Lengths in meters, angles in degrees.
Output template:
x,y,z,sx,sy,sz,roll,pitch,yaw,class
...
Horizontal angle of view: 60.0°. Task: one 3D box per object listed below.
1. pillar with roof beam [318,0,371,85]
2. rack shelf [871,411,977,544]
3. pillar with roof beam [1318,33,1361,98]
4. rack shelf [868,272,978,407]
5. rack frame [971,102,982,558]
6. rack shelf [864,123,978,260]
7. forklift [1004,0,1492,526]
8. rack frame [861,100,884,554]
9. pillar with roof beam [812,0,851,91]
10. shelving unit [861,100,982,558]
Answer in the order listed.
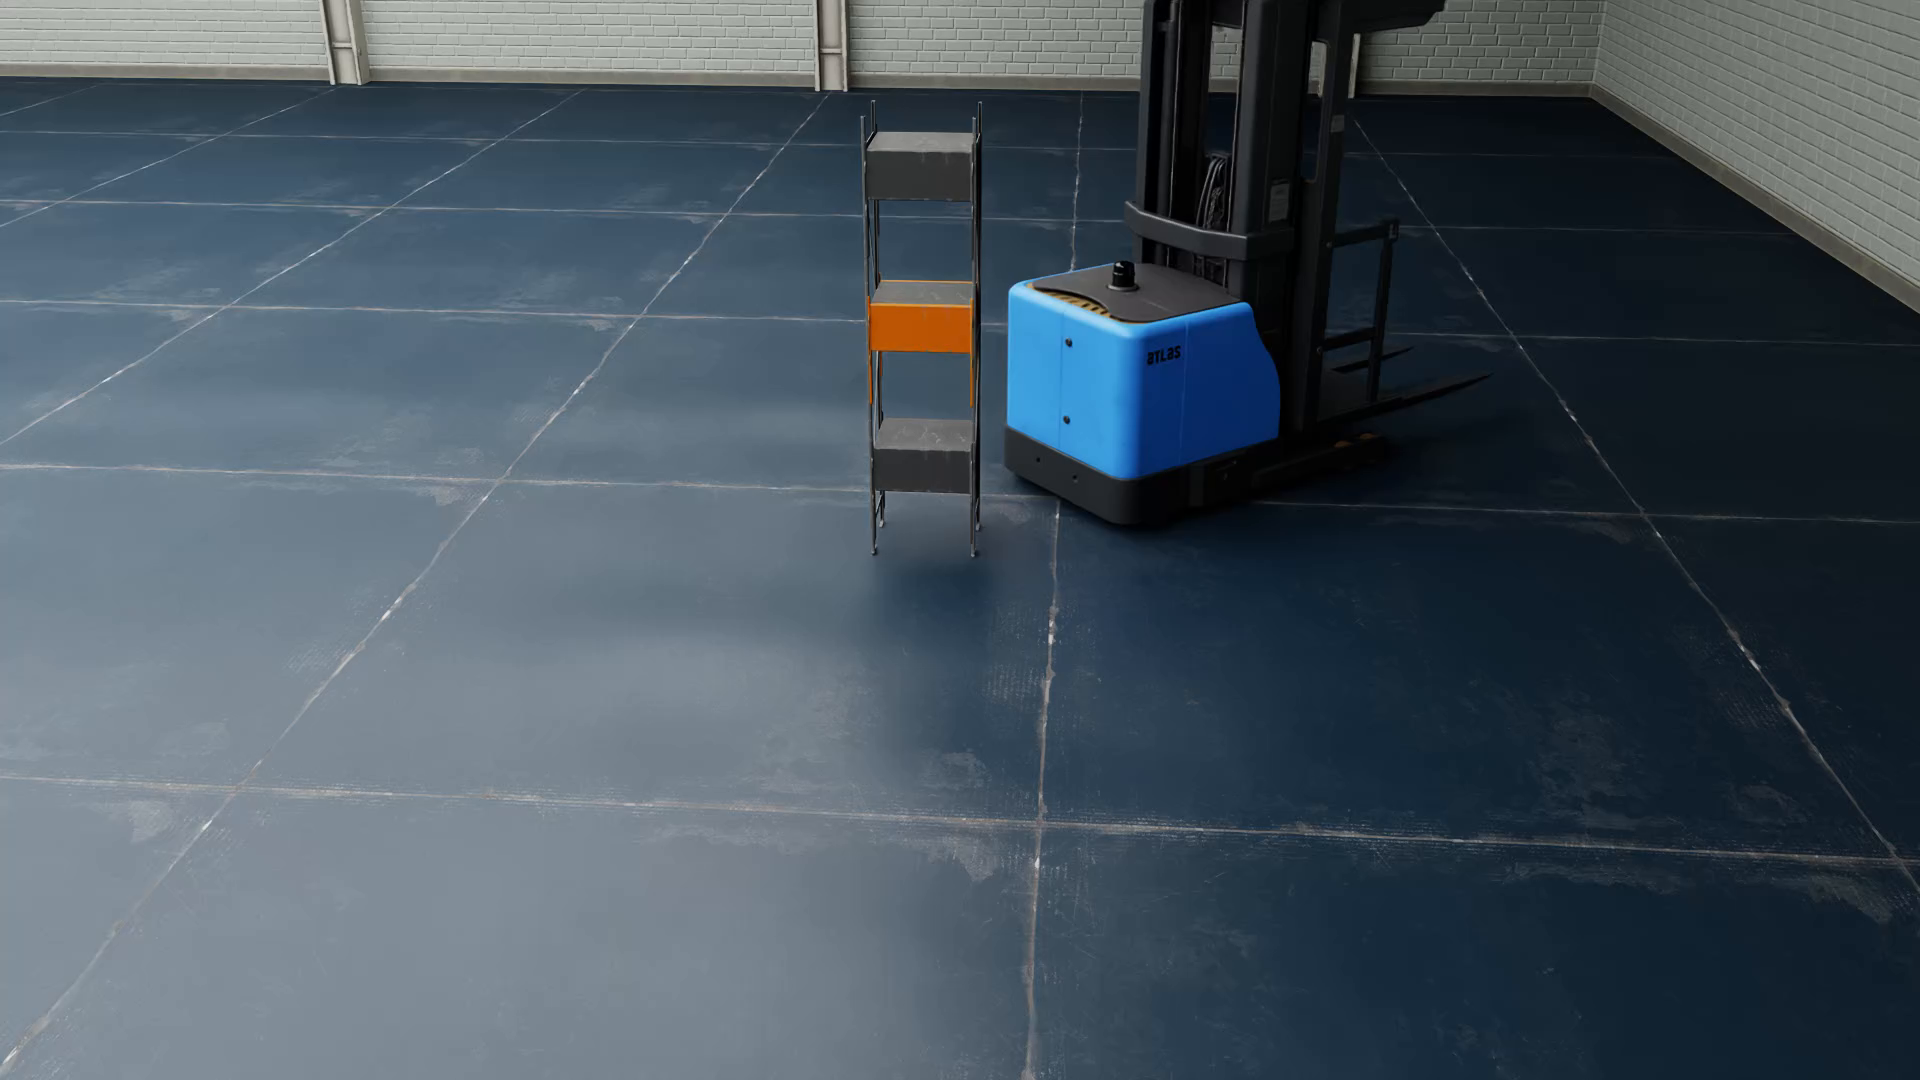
x,y,z,sx,sy,sz,roll,pitch,yaw,class
-7.843,-7.942,14.744,0.400,9.000,9.100,2,25,4,pillar with roof beam
-0.165,-0.311,8.121,0.480,0.518,0.431,2,25,4,rack shelf
4.122,-7.558,13.909,0.400,9.000,9.100,2,25,4,pillar with roof beam
-0.165,-0.947,7.828,0.480,0.518,0.431,2,25,4,rack shelf
0.078,-0.951,7.806,0.015,2.100,0.400,2,25,4,rack frame
-0.165,-1.583,7.536,0.480,0.518,0.431,2,25,4,rack shelf
1.732,-1.868,8.803,3.031,2.935,1.130,-16,29,-32,forklift
-0.408,-0.967,7.840,0.015,2.100,0.400,2,25,4,rack frame
-1.861,-7.750,14.327,0.400,9.000,9.100,2,25,4,pillar with roof beam
-0.165,-0.959,7.823,0.503,2.100,0.431,2,25,4,shelving unit
